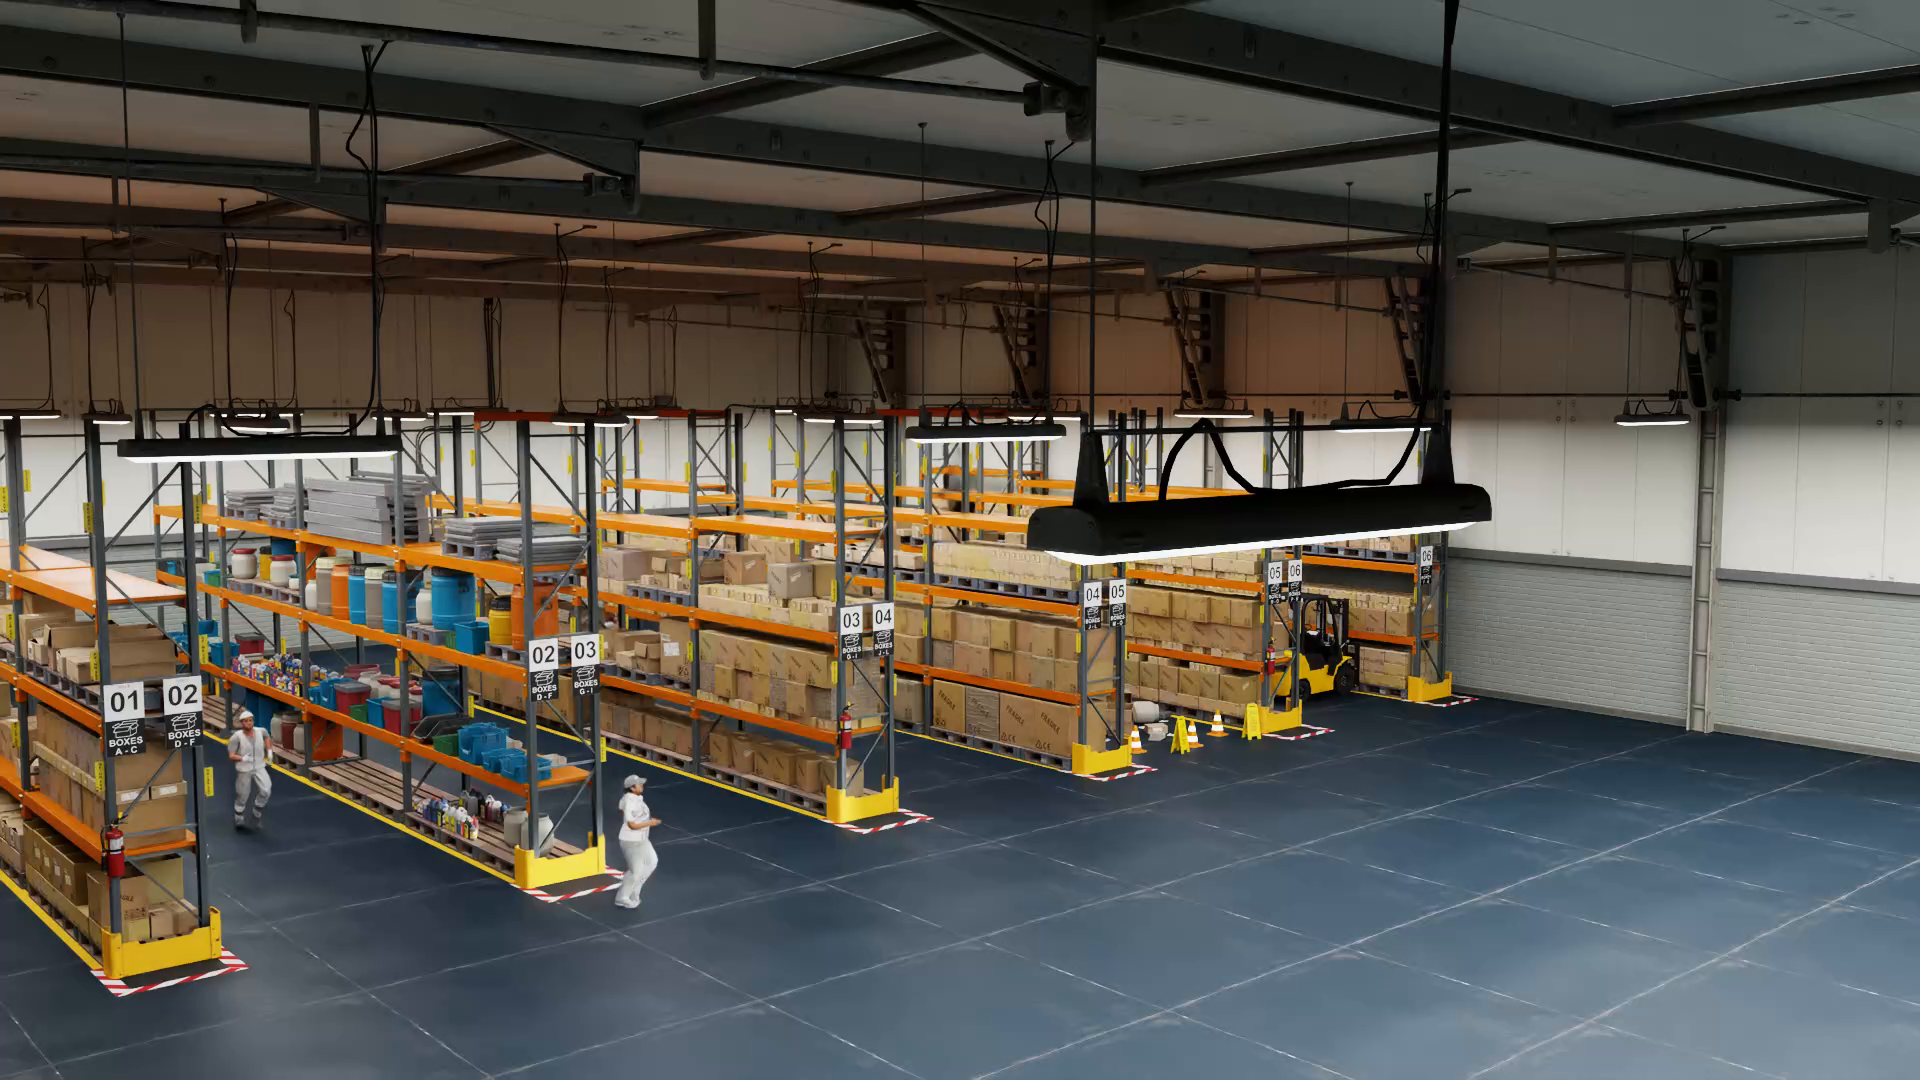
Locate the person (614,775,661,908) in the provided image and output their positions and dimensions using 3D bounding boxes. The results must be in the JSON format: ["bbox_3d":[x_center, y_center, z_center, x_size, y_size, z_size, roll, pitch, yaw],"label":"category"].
[{"bbox_3d":[-3.983,3.733,20.563,0.591,1.693,0.600,-1,5,-7],"label":"person"}]

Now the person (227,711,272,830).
[{"bbox_3d":[-10.222,3.323,24.017,0.678,1.749,0.852,-4,6,-39],"label":"person"}]

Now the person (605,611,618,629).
[{"bbox_3d":[-7.516,2.342,36.077,0.856,1.611,0.520,5,7,43],"label":"person"}]

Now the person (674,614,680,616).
[{"bbox_3d":[-5.900,2.369,35.064,0.650,1.721,0.952,-4,7,-41],"label":"person"}]
